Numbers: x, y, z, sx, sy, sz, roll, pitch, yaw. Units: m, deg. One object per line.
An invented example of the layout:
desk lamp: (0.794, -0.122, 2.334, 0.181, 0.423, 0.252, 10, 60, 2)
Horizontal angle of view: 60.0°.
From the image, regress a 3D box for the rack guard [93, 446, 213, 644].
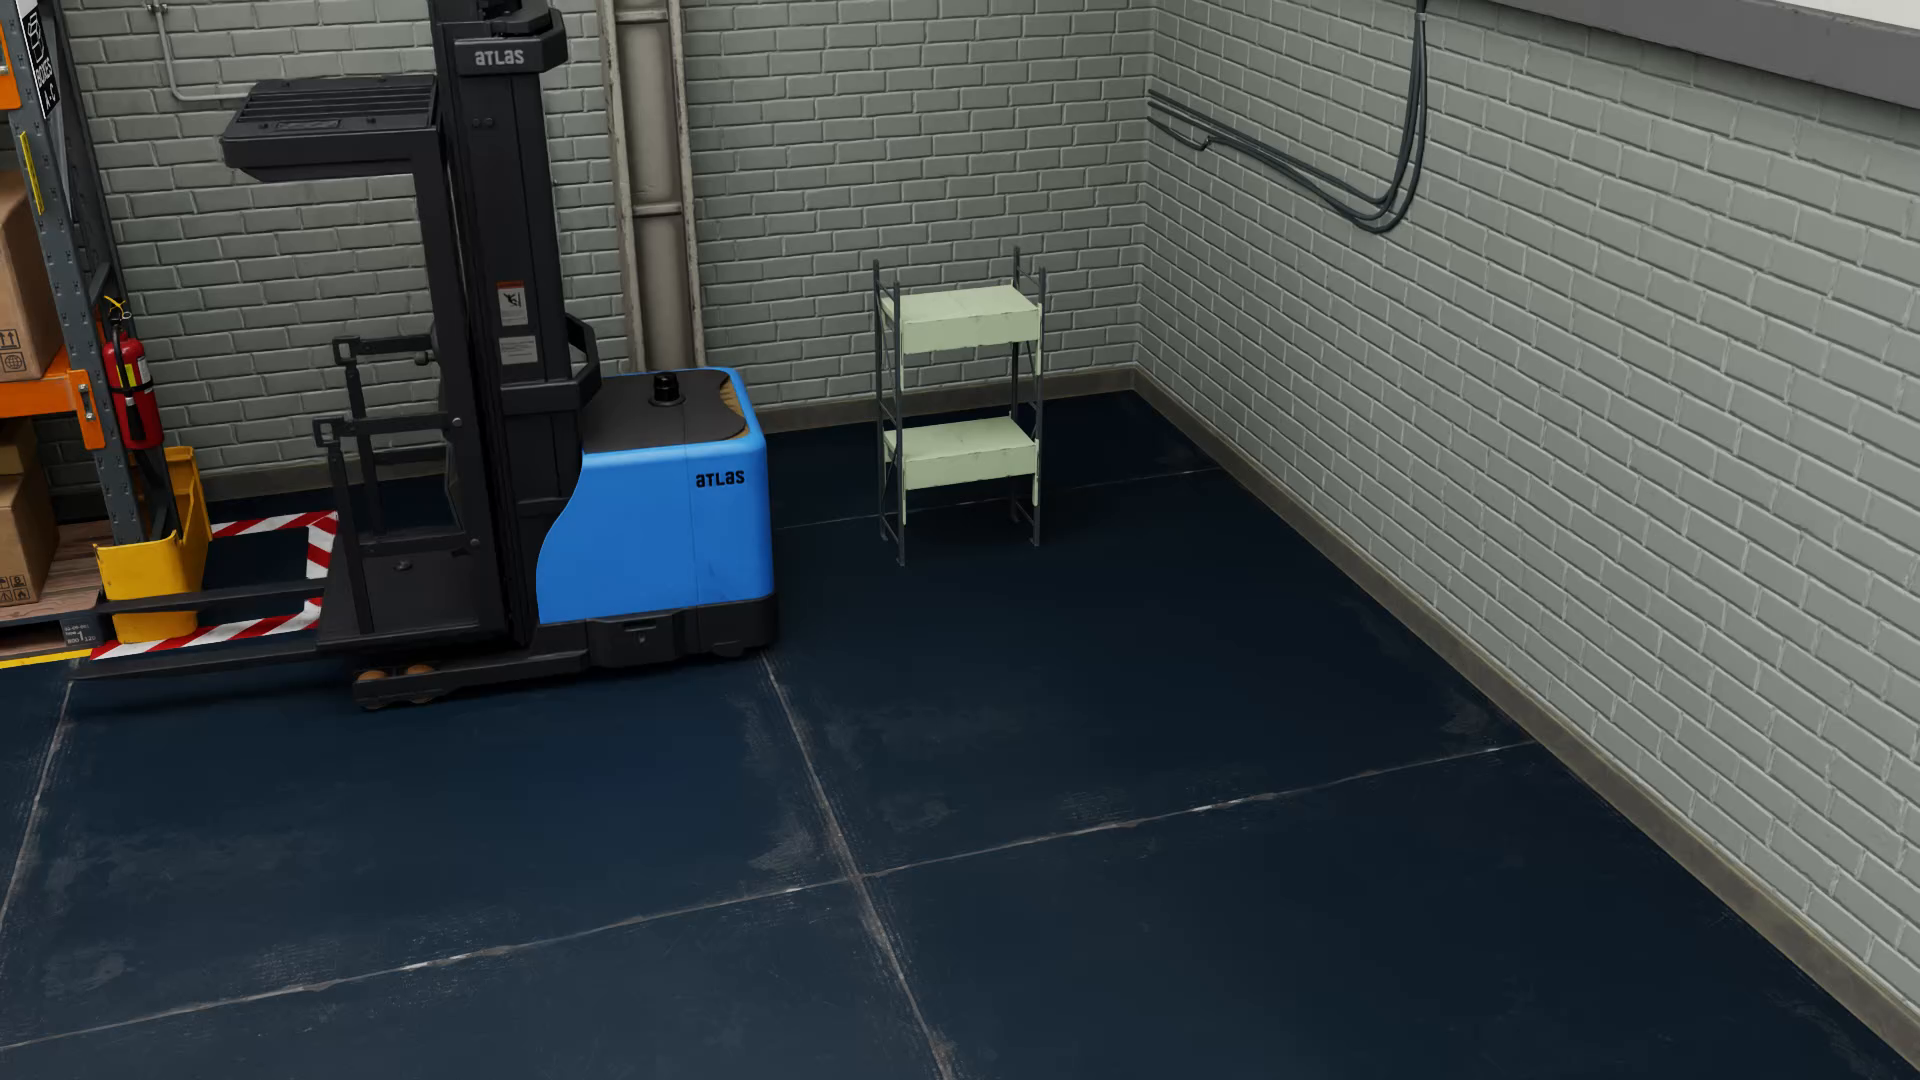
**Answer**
rack guard: (-3.952, 0.000, 8.189, 0.348, 0.500, 1.175, -8, 28, -16)

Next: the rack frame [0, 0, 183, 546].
rack frame: (-3.975, -1.117, 7.626, 0.127, 3.000, 1.000, -8, 28, -16)

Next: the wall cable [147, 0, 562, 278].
wall cable: (-3.051, -2.148, 8.561, 1.851, 1.984, 0.084, -8, 28, -16)

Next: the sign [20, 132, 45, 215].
sign: (-3.820, -1.510, 6.850, 0.005, 0.325, 0.100, -8, 28, -16)

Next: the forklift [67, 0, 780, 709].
forklift: (-2.410, -0.834, 7.134, 3.031, 2.935, 1.130, -6, 27, -13)

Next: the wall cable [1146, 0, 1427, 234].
wall cable: (1.514, -3.041, 8.247, 0.112, 2.526, 3.097, -8, 28, -16)

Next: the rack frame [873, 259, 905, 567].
rack frame: (-0.354, -0.620, 8.313, 0.023, 1.500, 0.400, -8, 28, -16)

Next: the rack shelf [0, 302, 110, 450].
rack shelf: (-5.877, -0.519, 7.231, 4.000, 0.370, 1.077, -8, 28, -16)

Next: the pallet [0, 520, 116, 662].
pallet: (-4.711, 0.276, 7.958, 1.213, 0.211, 1.003, -8, 28, -16)

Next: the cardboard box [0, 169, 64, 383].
cardboard box: (-4.457, -1.177, 7.409, 0.700, 0.700, 0.980, -7, 27, -14)

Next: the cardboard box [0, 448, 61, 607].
cardboard box: (-4.610, -0.047, 7.809, 0.500, 0.500, 0.700, -8, 28, -16)

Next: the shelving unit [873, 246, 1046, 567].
shelving unit: (-0.006, -0.671, 8.415, 0.755, 1.500, 0.431, -8, 28, -16)

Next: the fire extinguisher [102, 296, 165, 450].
fire extinguisher: (-3.689, -0.741, 7.375, 0.183, 0.674, 0.296, -8, 28, -16)

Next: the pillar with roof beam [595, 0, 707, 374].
pillar with roof beam: (-0.343, -2.721, 4.111, 0.400, 9.000, 9.100, -8, 28, -16)

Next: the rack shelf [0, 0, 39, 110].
rack shelf: (-5.877, -1.863, 6.564, 4.000, 0.370, 1.077, -8, 28, -16)

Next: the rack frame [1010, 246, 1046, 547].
rack frame: (0.342, -0.721, 8.516, 0.023, 1.500, 0.400, -8, 28, -16)

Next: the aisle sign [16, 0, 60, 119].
aisle sign: (-3.814, -2.164, 6.813, 0.004, 0.787, 0.394, -8, 28, -16)

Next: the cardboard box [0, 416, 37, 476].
cardboard box: (-4.553, -0.439, 7.870, 0.250, 0.149, 0.380, -8, 28, -16)

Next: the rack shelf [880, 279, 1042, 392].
rack shelf: (-0.006, -1.020, 8.241, 0.720, 0.370, 0.431, -8, 28, -16)

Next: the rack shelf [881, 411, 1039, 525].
rack shelf: (-0.006, -0.379, 8.560, 0.720, 0.370, 0.431, -8, 28, -16)
